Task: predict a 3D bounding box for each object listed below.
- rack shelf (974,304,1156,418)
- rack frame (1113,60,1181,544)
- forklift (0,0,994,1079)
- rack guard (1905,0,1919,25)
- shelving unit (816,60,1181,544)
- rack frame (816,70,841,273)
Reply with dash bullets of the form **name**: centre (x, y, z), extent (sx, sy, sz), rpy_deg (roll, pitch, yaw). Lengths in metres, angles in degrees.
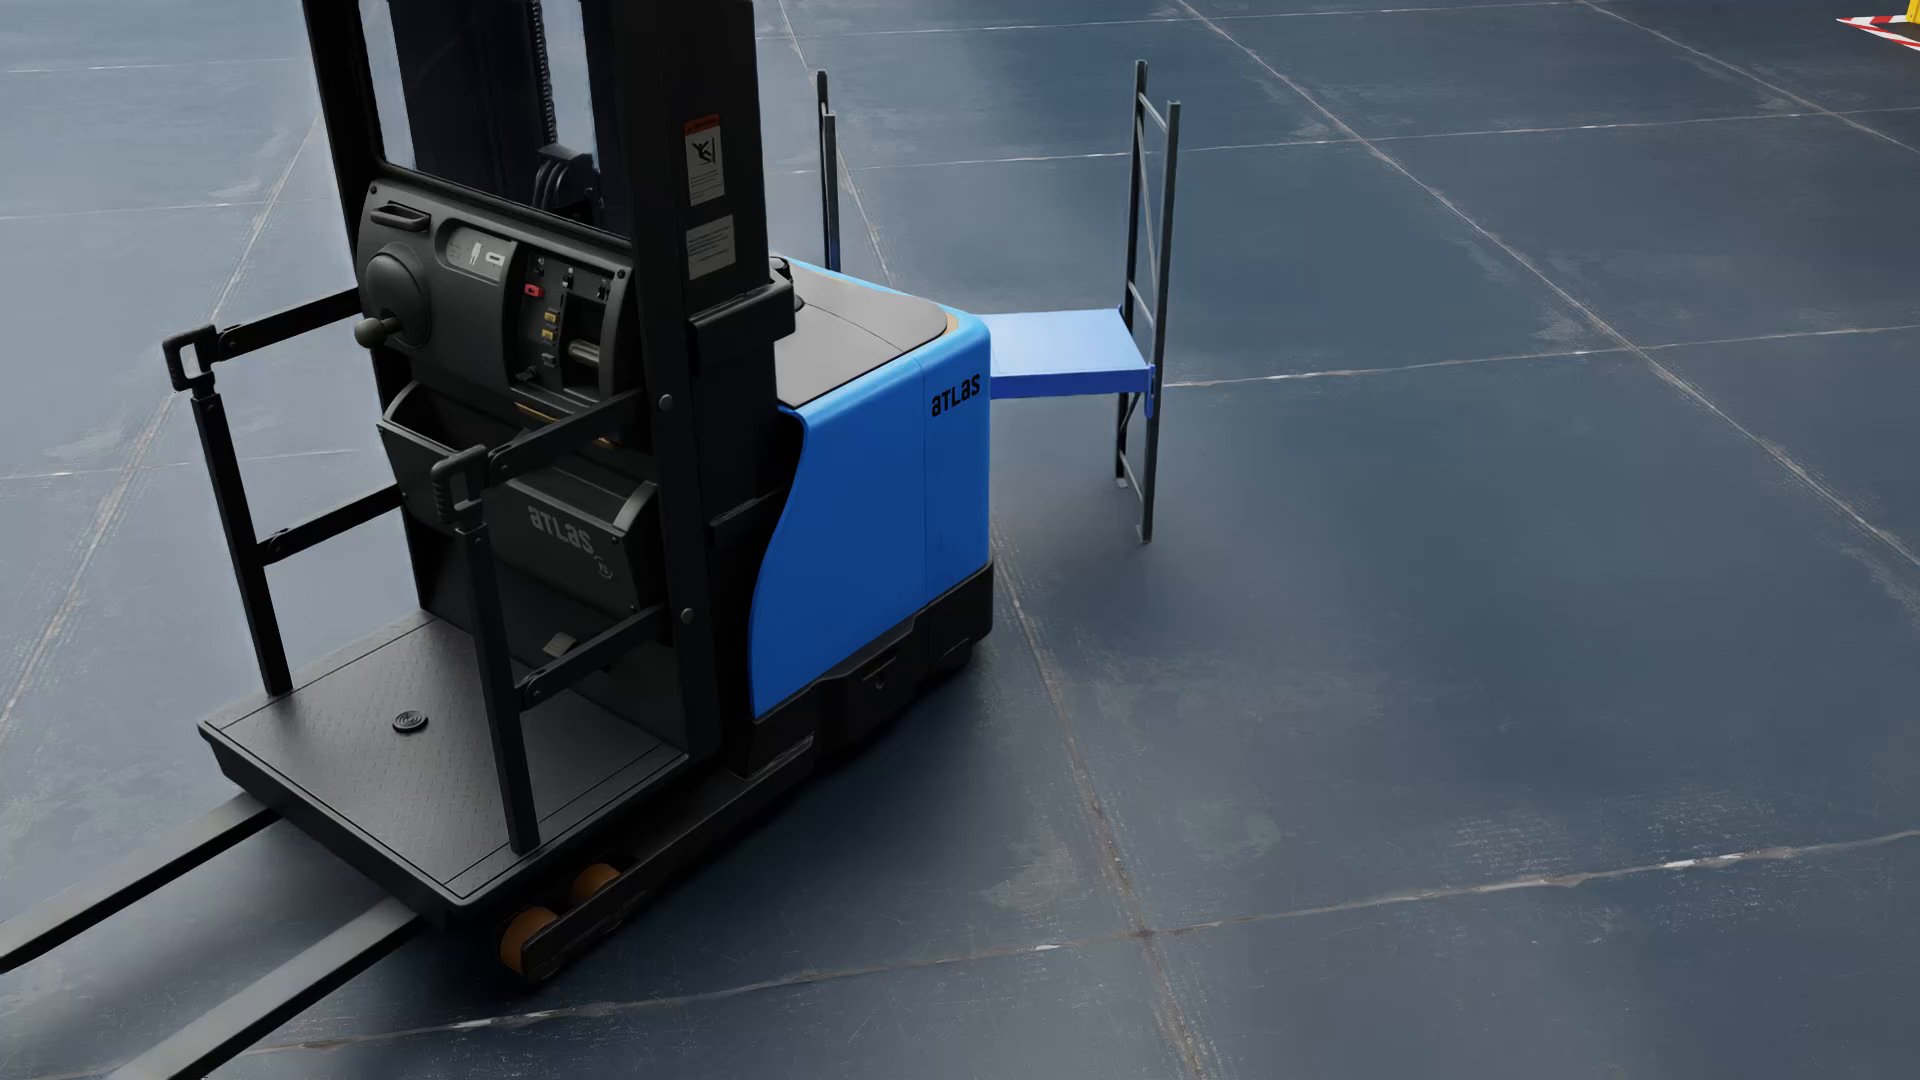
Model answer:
- **rack shelf**: centre (0.100, -0.575, 5.520), extent (1.000, 0.185, 0.538), rpy_deg (-3, 31, -6)
- **rack frame**: centre (0.605, -0.761, 5.481), extent (0.032, 1.500, 0.500), rpy_deg (-3, 31, -6)
- **forklift**: centre (-1.208, -0.516, 3.652), extent (1.130, 2.935, 3.031), rpy_deg (22, 37, 32)
- **rack guard**: centre (7.144, -3.745, 11.541), extent (0.348, 0.500, 1.175), rpy_deg (-5, 31, -9)
- **shelving unit**: centre (0.100, -0.730, 5.429), extent (1.048, 1.500, 0.538), rpy_deg (-3, 31, -6)
- **rack frame**: centre (-0.405, -0.700, 5.377), extent (0.032, 1.500, 0.500), rpy_deg (-3, 31, -6)
